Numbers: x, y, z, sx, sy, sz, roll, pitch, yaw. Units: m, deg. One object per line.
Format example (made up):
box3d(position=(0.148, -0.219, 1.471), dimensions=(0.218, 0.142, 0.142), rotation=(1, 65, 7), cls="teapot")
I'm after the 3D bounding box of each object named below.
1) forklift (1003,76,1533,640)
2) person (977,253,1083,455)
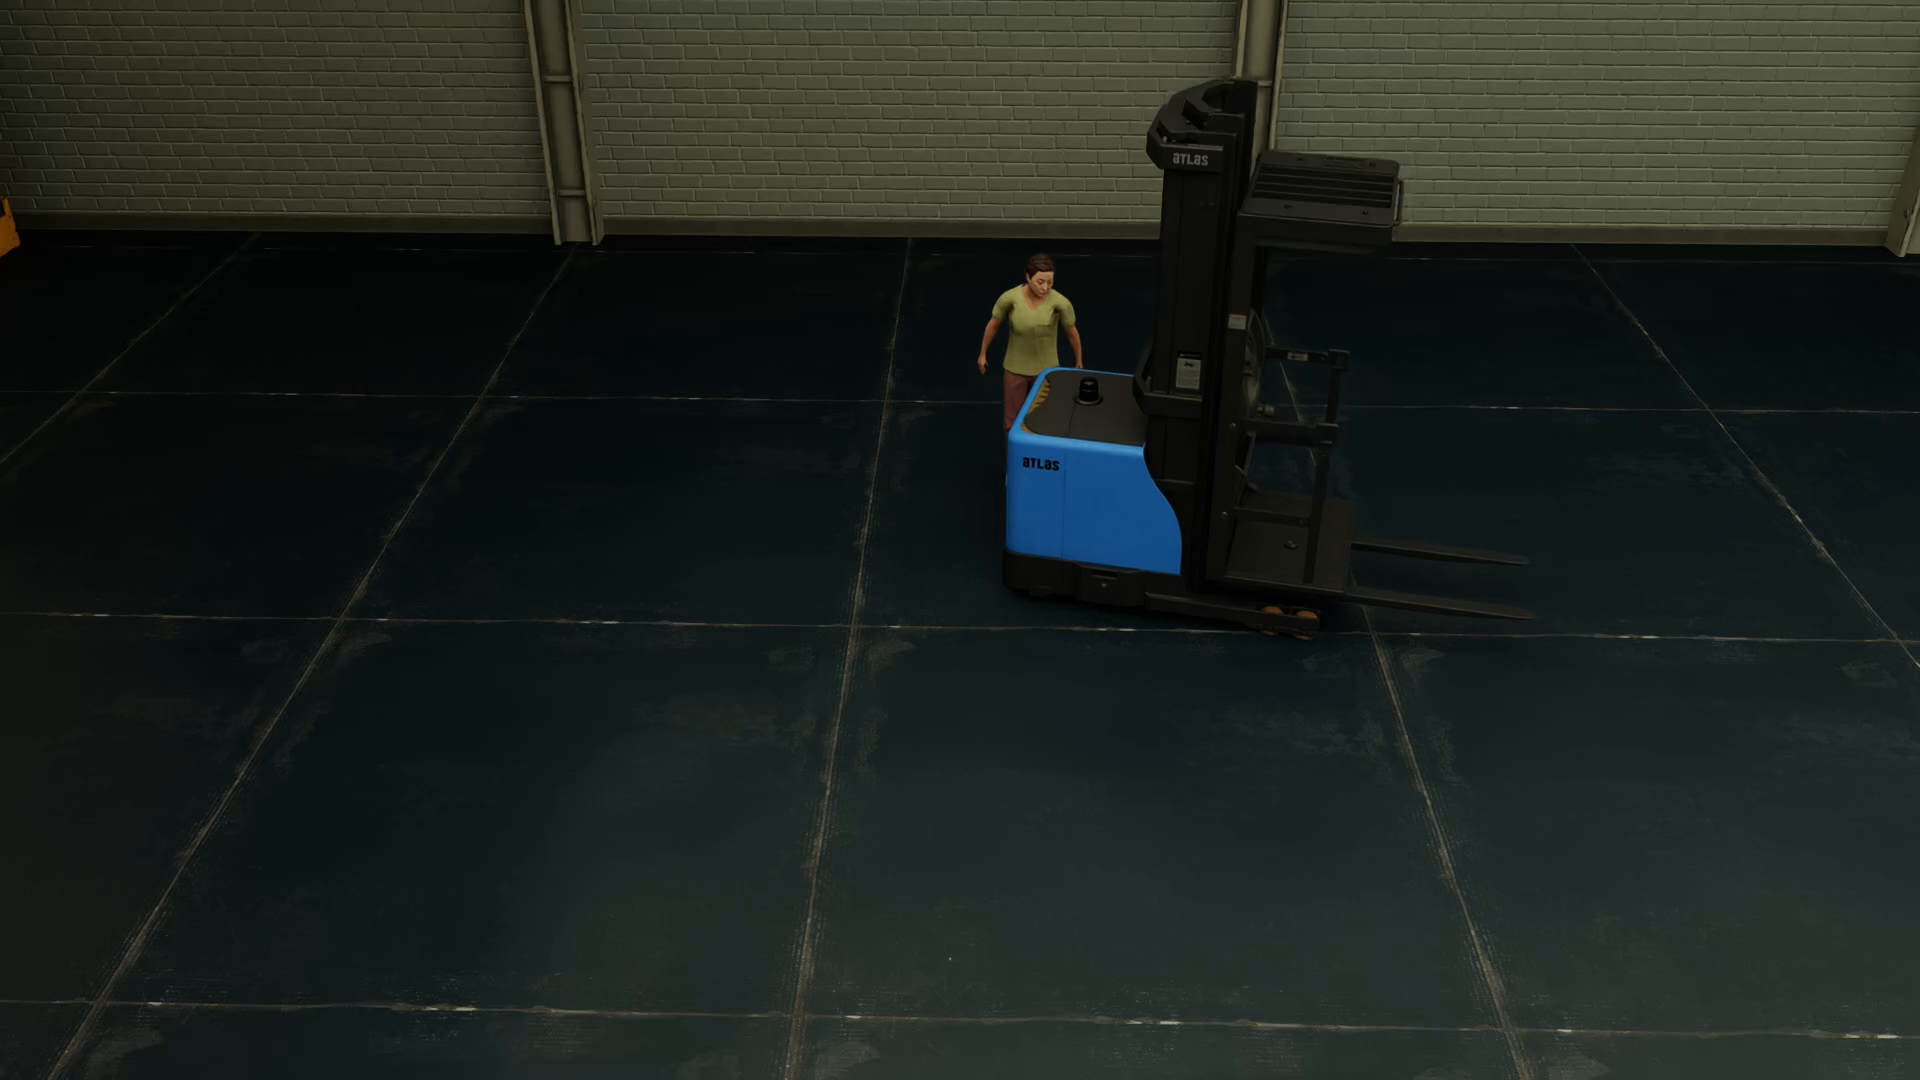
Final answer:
box3d(position=(1.830, -0.988, 9.291), dimensions=(3.031, 2.935, 1.130), rotation=(8, 31, 13), cls="forklift")
box3d(position=(0.504, -1.101, 10.775), dimensions=(0.801, 1.640, 0.391), rotation=(3, 31, 6), cls="person")
